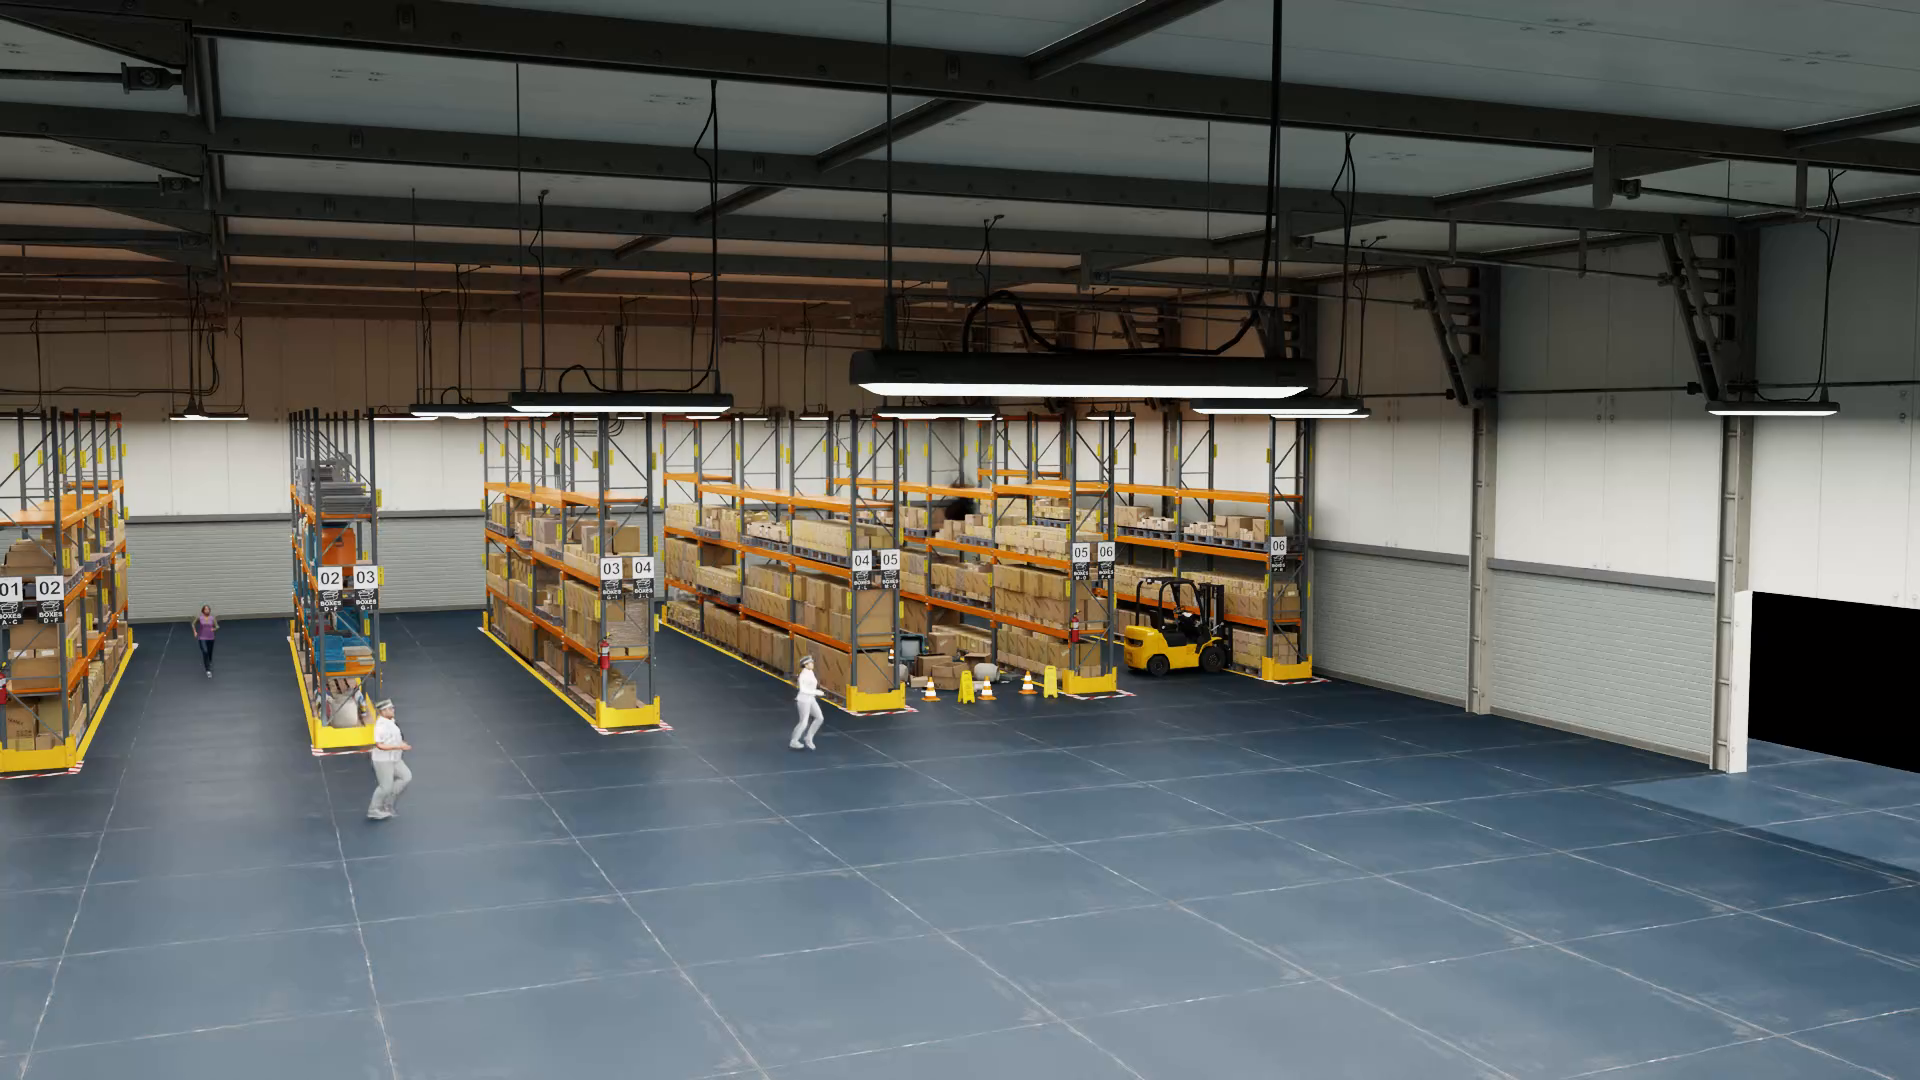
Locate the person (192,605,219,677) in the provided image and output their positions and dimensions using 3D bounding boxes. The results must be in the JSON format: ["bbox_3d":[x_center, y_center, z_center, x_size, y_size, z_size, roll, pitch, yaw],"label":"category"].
[{"bbox_3d":[-17.156,2.272,37.836,0.543,1.607,0.872,-3,5,-35],"label":"person"}]

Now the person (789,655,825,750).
[{"bbox_3d":[-2.666,2.855,29.118,0.678,1.711,0.608,1,4,15],"label":"person"}]

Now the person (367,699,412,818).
[{"bbox_3d":[-8.225,3.169,24.016,0.691,1.785,0.639,0,4,0],"label":"person"}]

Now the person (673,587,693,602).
[{"bbox_3d":[-8.235,1.380,49.627,0.812,1.733,0.715,-4,5,-42],"label":"person"}]
